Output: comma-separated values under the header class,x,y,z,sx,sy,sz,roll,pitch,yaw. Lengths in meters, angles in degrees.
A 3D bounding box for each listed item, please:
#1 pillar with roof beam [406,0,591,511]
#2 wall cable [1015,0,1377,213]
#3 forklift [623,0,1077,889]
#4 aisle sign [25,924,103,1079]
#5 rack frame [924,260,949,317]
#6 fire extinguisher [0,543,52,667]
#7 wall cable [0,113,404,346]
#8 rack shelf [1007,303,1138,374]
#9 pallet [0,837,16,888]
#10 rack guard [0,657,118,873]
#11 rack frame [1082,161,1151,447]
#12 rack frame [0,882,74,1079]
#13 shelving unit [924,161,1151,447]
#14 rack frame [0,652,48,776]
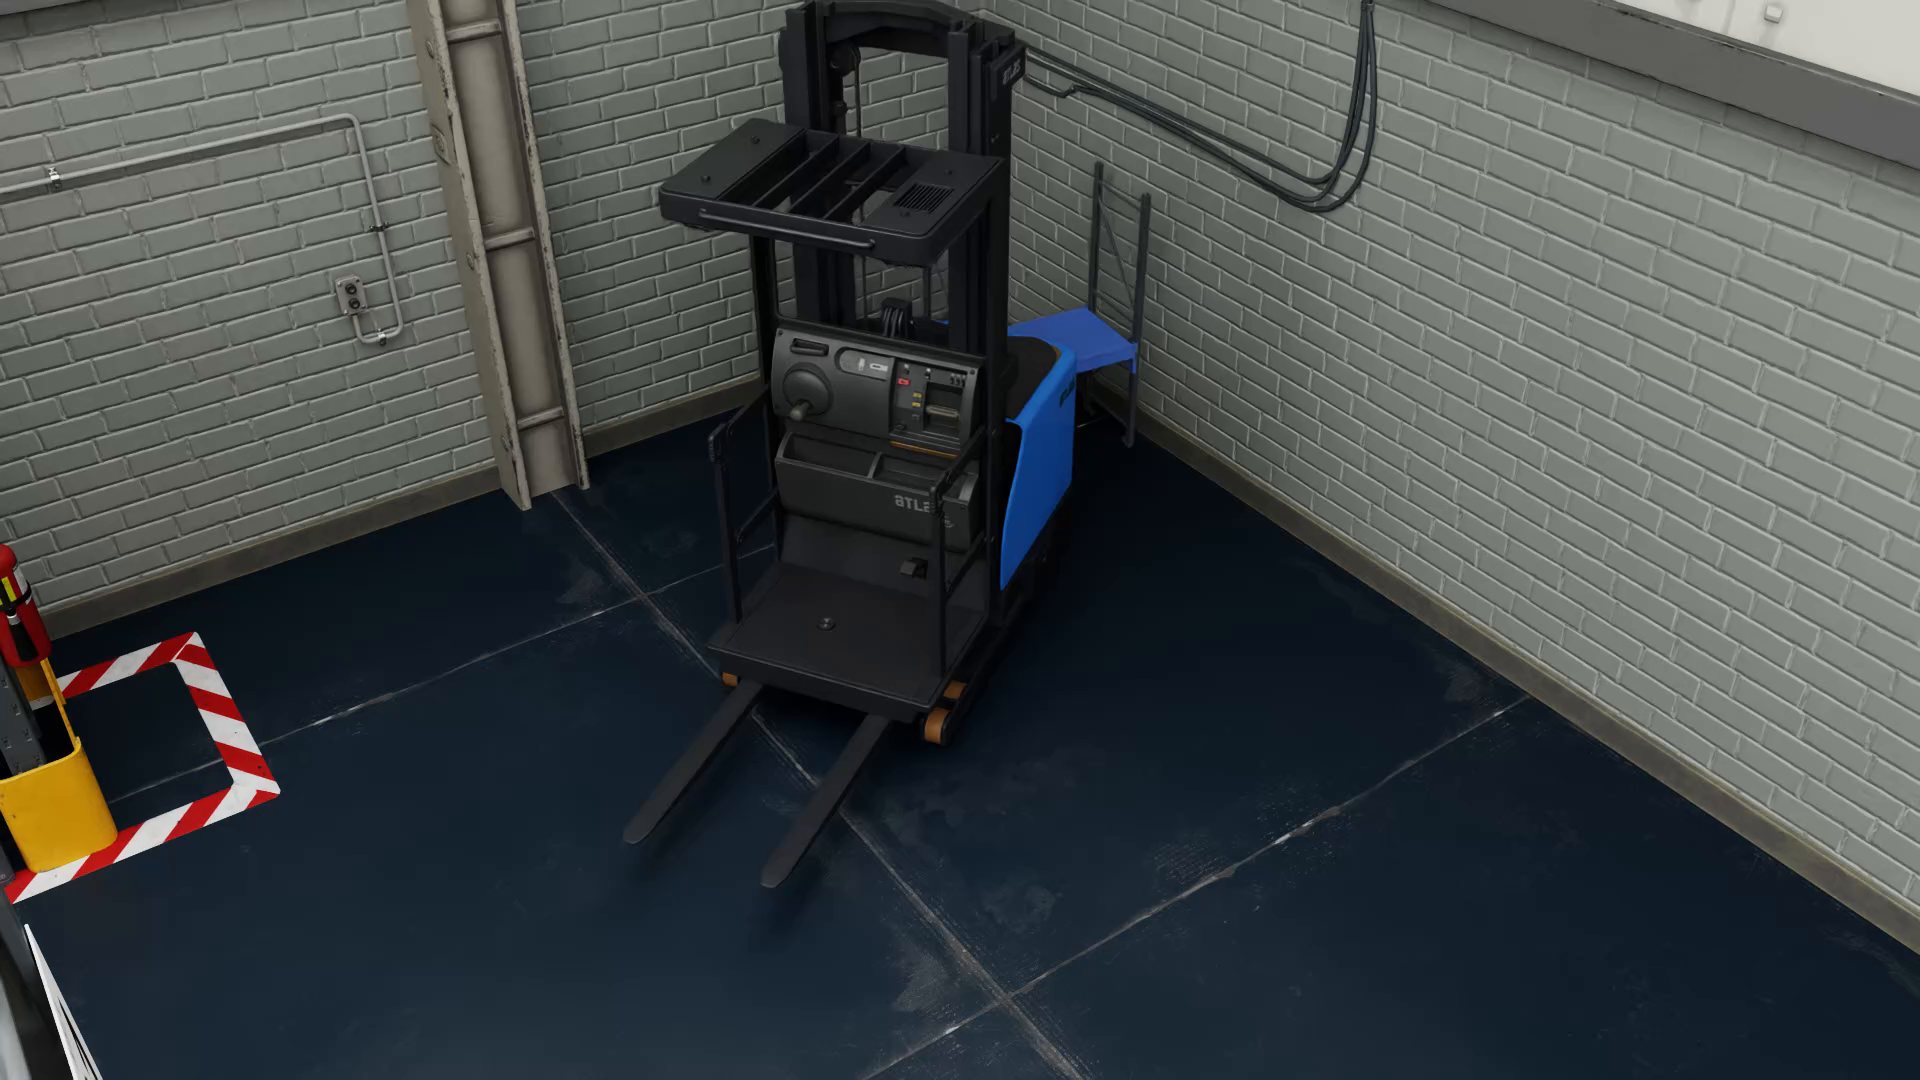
class,x,y,z,sx,sy,sz,roll,pitch,yaw
pillar with roof beam,0.244,-1.891,3.486,0.400,9.000,9.100,-22,41,-28
wall cable,0.884,-3.096,7.821,0.112,2.526,3.097,-22,41,-28
forklift,-0.445,-0.573,6.849,1.130,2.935,3.031,13,38,18
aisle sign,-1.201,0.955,2.440,0.004,0.787,0.394,-22,41,-28
rack frame,-0.059,-0.983,8.646,0.032,1.500,0.500,-17,39,-22
fire extinguisher,-3.556,0.163,6.154,0.183,0.674,0.296,-22,41,-28
wall cable,-3.443,-1.484,7.188,1.851,1.984,0.084,-22,41,-28
rack shelf,0.390,-0.976,8.943,1.000,0.185,0.538,-17,39,-22
pallet,-4.553,1.249,6.646,1.213,0.211,1.003,-22,41,-28
rack guard,-3.925,0.817,6.999,0.348,0.500,1.175,-22,41,-28
rack frame,0.840,-1.260,9.031,0.032,1.500,0.500,-17,39,-22
rack frame,-1.088,-0.262,1.221,0.127,3.000,1.000,-22,41,-28
shelving unit,0.390,-1.122,8.838,1.048,1.500,0.538,-17,39,-22
rack frame,-3.945,-0.189,6.258,0.127,3.000,1.000,-22,41,-28
